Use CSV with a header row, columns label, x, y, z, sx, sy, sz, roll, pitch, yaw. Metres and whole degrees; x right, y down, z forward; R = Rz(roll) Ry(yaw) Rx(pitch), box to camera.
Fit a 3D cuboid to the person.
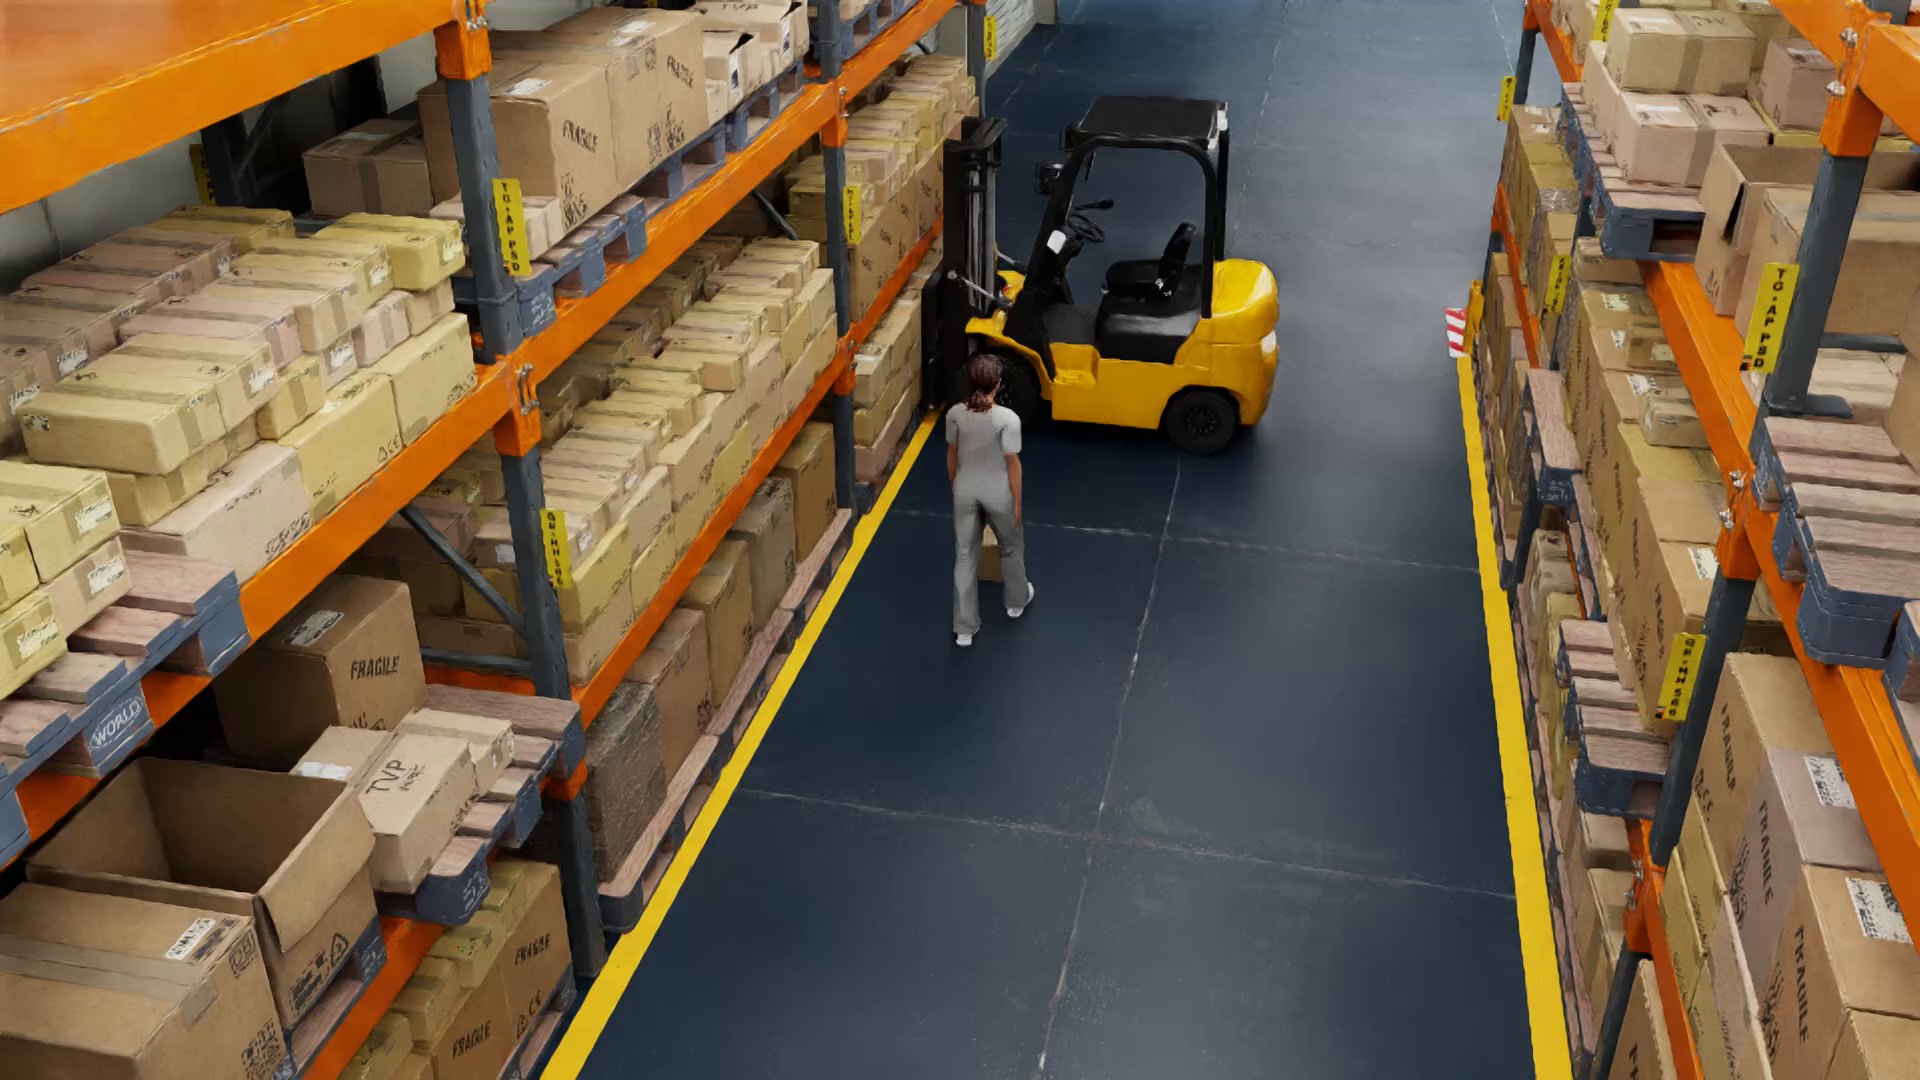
label,x,y,z,sx,sy,sz,roll,pitch,yaw
person,0.160,-0.277,9.105,0.440,1.660,0.682,8,30,14
